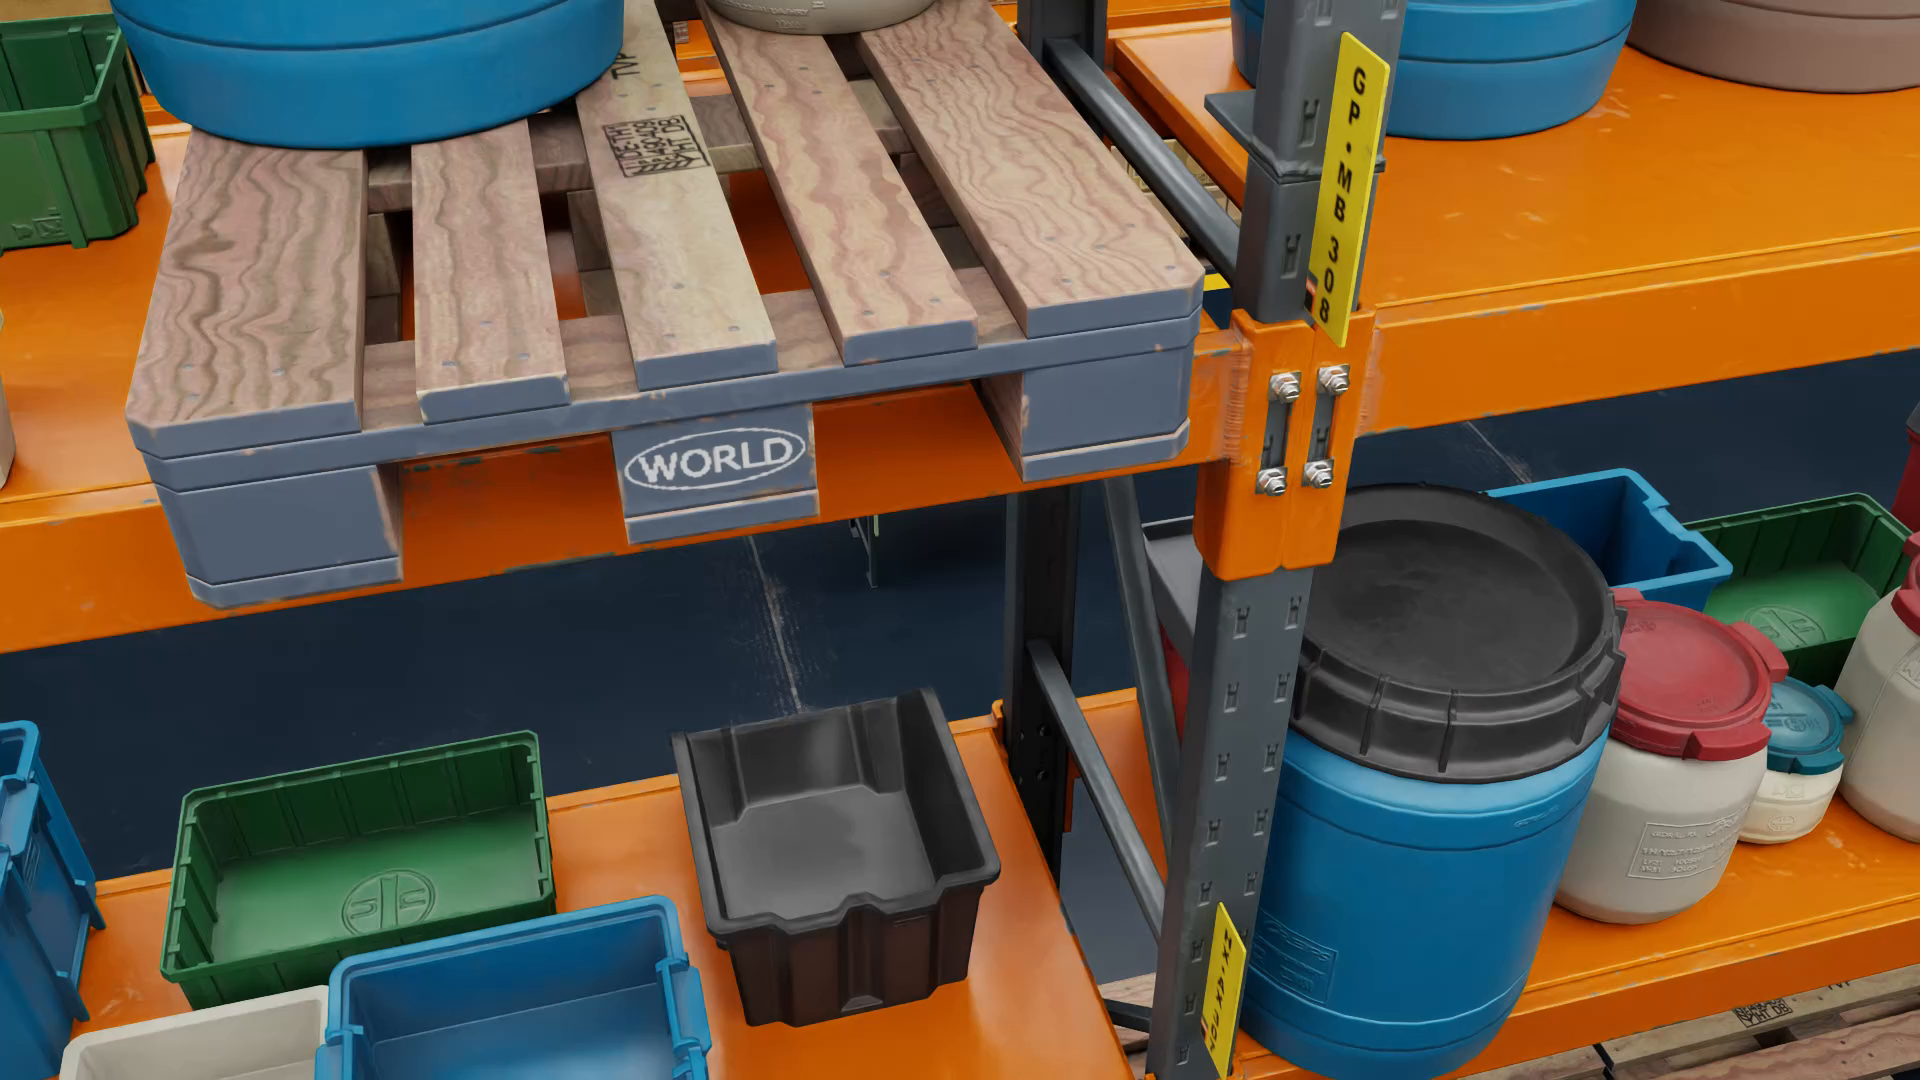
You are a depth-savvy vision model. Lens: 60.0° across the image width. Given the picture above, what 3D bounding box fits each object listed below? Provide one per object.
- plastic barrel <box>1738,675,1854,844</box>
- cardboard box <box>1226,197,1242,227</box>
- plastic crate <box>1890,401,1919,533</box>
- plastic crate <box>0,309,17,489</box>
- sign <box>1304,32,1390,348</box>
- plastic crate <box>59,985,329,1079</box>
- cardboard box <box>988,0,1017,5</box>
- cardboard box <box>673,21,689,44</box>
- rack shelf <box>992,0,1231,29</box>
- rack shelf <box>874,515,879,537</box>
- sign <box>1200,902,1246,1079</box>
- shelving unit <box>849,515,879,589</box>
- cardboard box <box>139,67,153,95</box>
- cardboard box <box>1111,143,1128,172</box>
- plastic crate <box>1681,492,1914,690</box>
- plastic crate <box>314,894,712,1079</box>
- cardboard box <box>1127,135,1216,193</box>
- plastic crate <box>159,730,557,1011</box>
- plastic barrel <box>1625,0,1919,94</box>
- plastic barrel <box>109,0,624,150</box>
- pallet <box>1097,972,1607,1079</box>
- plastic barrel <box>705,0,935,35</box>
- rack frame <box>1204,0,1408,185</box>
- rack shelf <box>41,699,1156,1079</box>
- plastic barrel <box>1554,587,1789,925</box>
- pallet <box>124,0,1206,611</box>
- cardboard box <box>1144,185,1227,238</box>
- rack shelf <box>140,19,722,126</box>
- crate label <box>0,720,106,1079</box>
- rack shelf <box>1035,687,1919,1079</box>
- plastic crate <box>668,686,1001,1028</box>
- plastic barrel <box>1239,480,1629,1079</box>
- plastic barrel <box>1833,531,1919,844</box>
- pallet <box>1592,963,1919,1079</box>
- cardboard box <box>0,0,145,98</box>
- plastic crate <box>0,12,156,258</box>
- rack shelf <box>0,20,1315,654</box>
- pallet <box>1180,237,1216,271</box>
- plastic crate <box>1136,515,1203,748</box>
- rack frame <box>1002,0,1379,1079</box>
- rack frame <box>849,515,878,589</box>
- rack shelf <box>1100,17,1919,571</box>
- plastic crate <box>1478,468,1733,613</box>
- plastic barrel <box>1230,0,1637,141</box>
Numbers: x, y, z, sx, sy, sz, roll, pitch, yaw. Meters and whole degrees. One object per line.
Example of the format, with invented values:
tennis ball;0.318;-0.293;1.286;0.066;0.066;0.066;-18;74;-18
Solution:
plastic barrel;1.598;0.435;3.326;0.301;0.262;0.301;0;37;0
cardboard box;1.427;-1.727;7.956;0.500;0.250;0.500;-8;38;-11
plastic crate;2.502;-0.083;3.837;0.583;0.464;0.402;-9;38;-12
plastic crate;-1.164;-0.096;1.654;0.396;0.136;0.243;-9;38;-12
sign;0.413;-0.371;1.790;0.005;0.325;0.100;-9;38;-12
plastic crate;-1.222;1.010;2.678;0.437;0.136;0.530;-9;38;-12
cardboard box;0.246;-2.642;7.152;0.500;0.500;0.500;-7;38;-9
cardboard box;-1.435;-2.372;6.800;0.500;0.500;0.700;-10;39;-13
rack shelf;0.923;-2.437;7.560;4.000;0.370;1.077;-9;38;-12
rack shelf;-0.006;-0.336;5.991;0.720;0.370;0.431;-9;38;-12
sign;0.413;0.714;2.620;0.005;0.325;0.100;-9;38;-12
shelving unit;-0.006;-0.595;5.793;0.755;1.500;0.431;-9;38;-12
cardboard box;-2.922;-2.126;6.478;0.500;0.500;0.700;-8;38;-11
cardboard box;0.440;-1.782;7.567;0.500;0.311;0.500;-11;39;-13
plastic crate;1.888;0.142;3.769;0.662;0.188;0.450;-9;38;-12
plastic crate;-0.718;0.893;2.736;0.616;0.251;0.499;-9;38;-12
cardboard box;0.940;-1.867;7.678;0.500;0.311;0.500;-8;38;-11
plastic crate;-1.104;0.633;3.128;0.662;0.188;0.450;-9;38;-12
plastic barrel;1.346;-1.202;2.471;0.600;0.901;0.600;0;37;0
plastic barrel;-0.709;-0.963;1.813;0.708;0.901;0.600;-9;38;-12
pallet;1.028;1.460;4.168;1.213;0.211;1.003;-9;38;-12
plastic barrel;-0.187;-0.950;2.116;0.421;0.512;0.421;0;37;0
rack frame;0.280;-1.883;1.305;0.127;3.000;1.000;-9;38;-12
rack shelf;-1.651;1.102;2.932;4.000;0.370;1.077;-9;38;-12
plastic barrel;1.261;0.423;3.117;0.433;0.535;0.433;0;37;0
pallet;-0.391;-0.445;2.050;1.003;0.211;1.213;-9;38;-12
cardboard box;0.931;-1.643;7.847;0.500;0.250;0.500;-9;38;-11
rack shelf;-2.939;-1.804;6.731;4.000;0.370;1.077;-9;38;-12
crate label;-1.875;0.669;2.877;0.616;0.435;0.502;-9;38;-12
rack shelf;2.211;0.469;3.761;4.000;0.370;1.077;-9;38;-12
plastic crate;-0.259;0.533;3.136;0.504;0.338;0.767;-9;38;-12
plastic barrel;0.732;0.417;2.823;0.708;0.901;0.600;-9;38;-12
plastic barrel;1.969;0.307;3.268;0.433;0.535;0.433;0;37;0
pallet;2.208;1.265;4.423;1.213;0.211;1.003;-9;38;-12
cardboard box;-3.429;-2.040;6.366;0.500;0.500;0.700;-9;38;-12
plastic crate;-1.314;-0.517;2.163;0.450;0.188;0.336;-9;38;-12
rack shelf;-1.651;-0.089;2.021;4.000;0.370;1.077;-9;38;-12
pallet;0.873;-1.634;8.212;1.213;0.211;1.003;-9;38;-12
plastic crate;0.668;0.218;3.443;0.583;0.464;0.402;-9;38;-12
rack frame;0.280;0.500;3.128;0.127;3.000;1.000;-9;38;-12
rack frame;-0.360;-0.537;5.717;0.023;1.500;0.400;-9;38;-12
rack shelf;2.211;-0.723;2.849;4.000;0.370;1.077;-9;38;-12
plastic crate;1.264;0.149;3.600;0.575;0.384;0.392;-9;38;-12
plastic barrel;0.714;-1.099;2.336;0.708;0.901;0.600;-9;38;-12
